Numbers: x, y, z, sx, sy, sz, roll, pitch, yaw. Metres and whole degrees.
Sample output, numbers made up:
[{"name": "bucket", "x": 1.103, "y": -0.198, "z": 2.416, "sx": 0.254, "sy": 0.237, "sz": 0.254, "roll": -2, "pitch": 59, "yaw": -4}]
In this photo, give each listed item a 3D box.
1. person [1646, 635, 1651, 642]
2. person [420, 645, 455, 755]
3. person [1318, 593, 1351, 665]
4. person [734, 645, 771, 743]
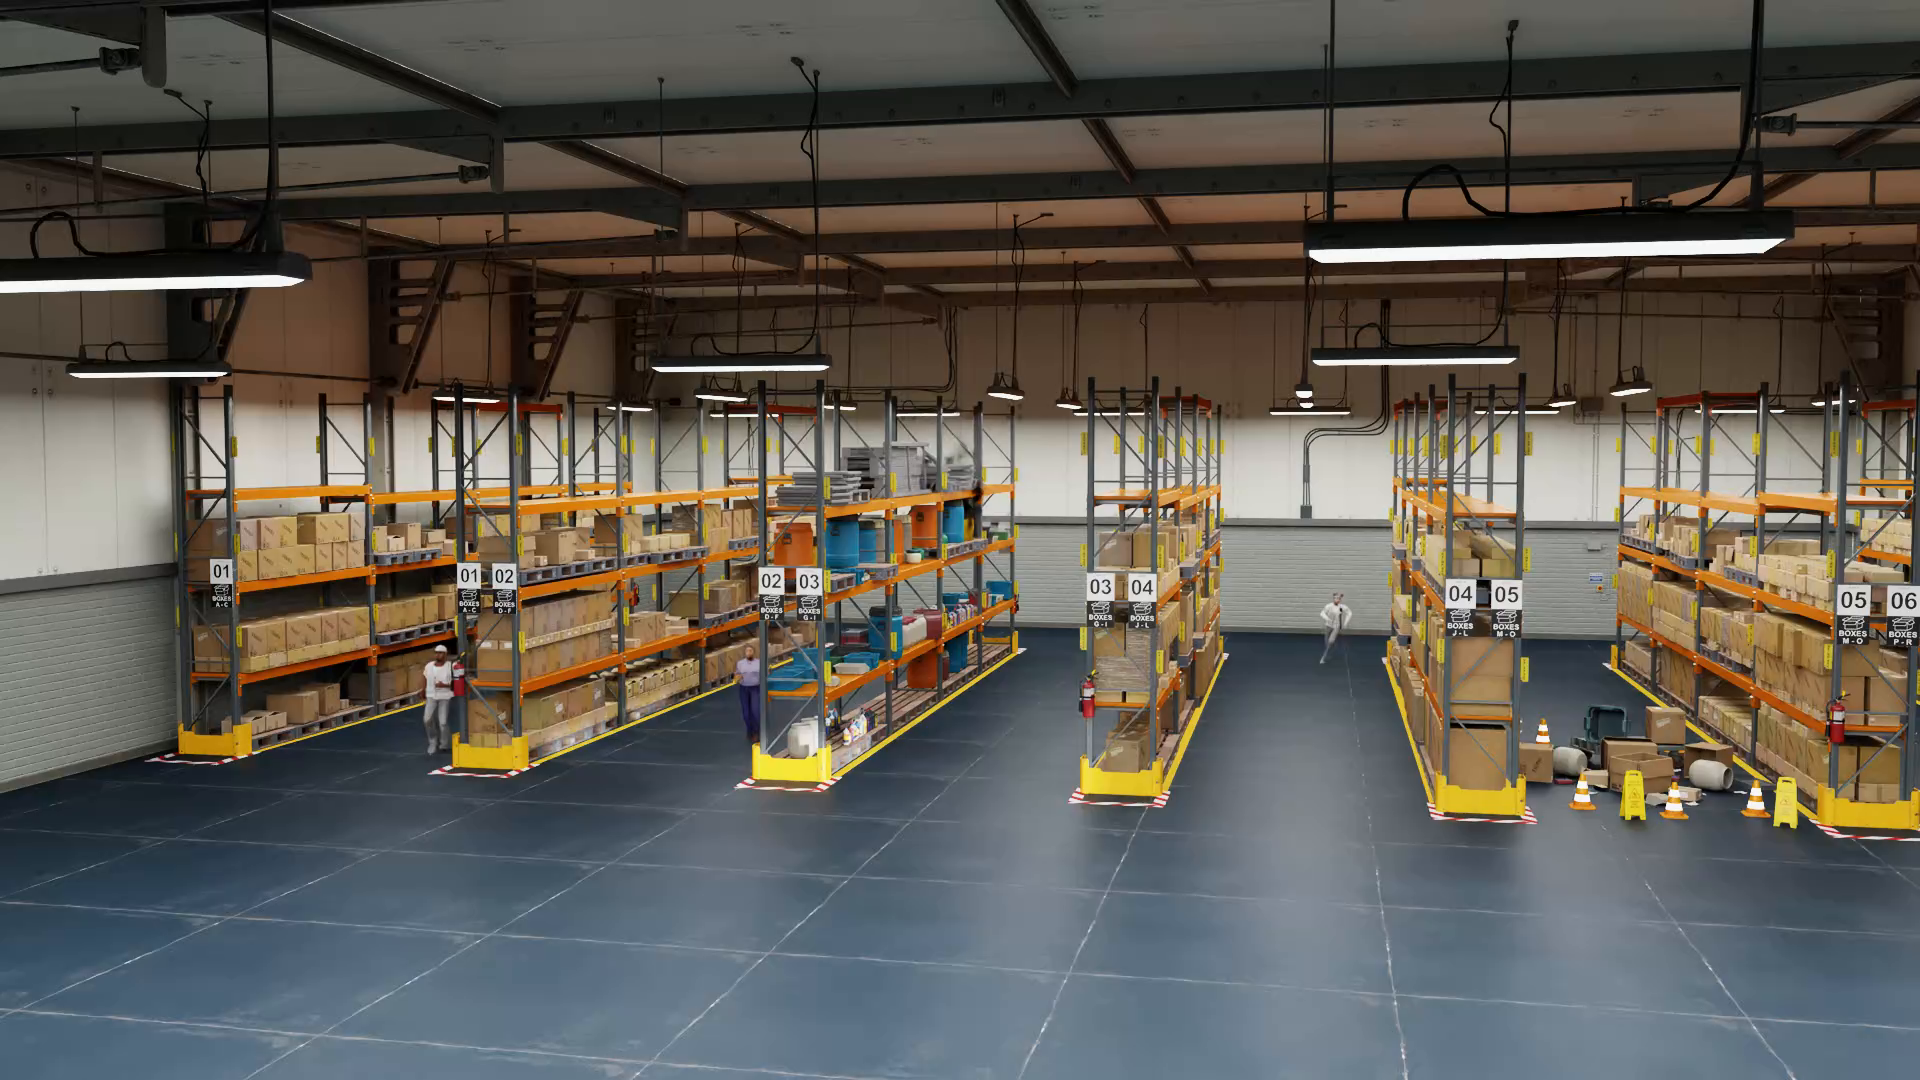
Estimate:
[{"name": "person", "x": 16.180, "y": 1.987, "z": 38.622, "sx": 0.706, "sy": 1.717, "sz": 0.910, "roll": -2, "pitch": 4, "yaw": -26}, {"name": "person", "x": -8.531, "y": 2.606, "z": 27.198, "sx": 0.669, "sy": 1.779, "sz": 0.659, "roll": 0, "pitch": 3, "yaw": 0}, {"name": "person", "x": 8.671, "y": 2.043, "z": 38.500, "sx": 0.687, "sy": 1.677, "sz": 0.856, "roll": 2, "pitch": 4, "yaw": 27}, {"name": "person", "x": -3.545, "y": 2.658, "z": 28.179, "sx": 0.586, "sy": 1.592, "sz": 0.661, "roll": 0, "pitch": 3, "yaw": 5}]
